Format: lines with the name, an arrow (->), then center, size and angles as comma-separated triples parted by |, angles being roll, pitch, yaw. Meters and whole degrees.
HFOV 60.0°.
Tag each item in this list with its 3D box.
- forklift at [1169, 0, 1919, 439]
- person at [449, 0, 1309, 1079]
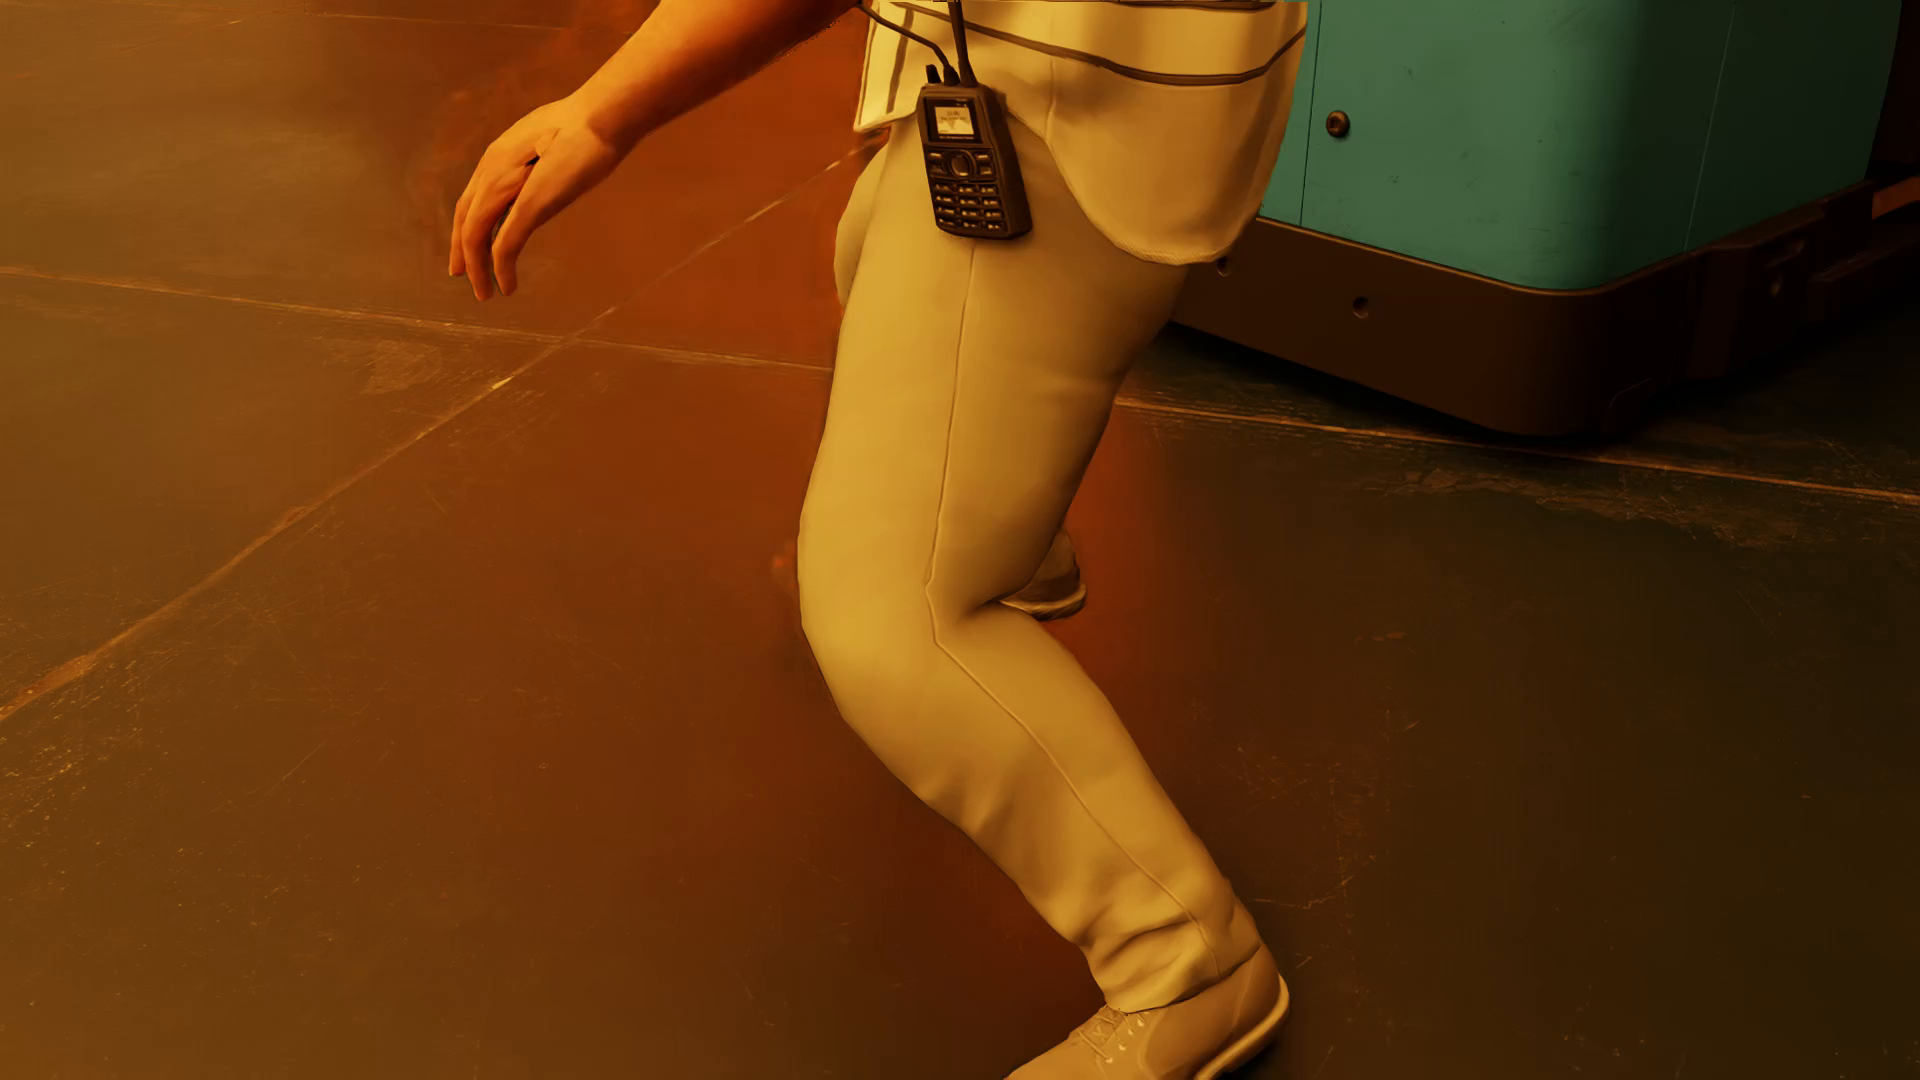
forklift -> 1.714, -2.020, 3.234 | 3.031, 2.935, 1.130 | -22, 34, -36
person -> 0.047, -0.366, 1.501 | 0.727, 1.626, 0.972 | 11, 29, 20
